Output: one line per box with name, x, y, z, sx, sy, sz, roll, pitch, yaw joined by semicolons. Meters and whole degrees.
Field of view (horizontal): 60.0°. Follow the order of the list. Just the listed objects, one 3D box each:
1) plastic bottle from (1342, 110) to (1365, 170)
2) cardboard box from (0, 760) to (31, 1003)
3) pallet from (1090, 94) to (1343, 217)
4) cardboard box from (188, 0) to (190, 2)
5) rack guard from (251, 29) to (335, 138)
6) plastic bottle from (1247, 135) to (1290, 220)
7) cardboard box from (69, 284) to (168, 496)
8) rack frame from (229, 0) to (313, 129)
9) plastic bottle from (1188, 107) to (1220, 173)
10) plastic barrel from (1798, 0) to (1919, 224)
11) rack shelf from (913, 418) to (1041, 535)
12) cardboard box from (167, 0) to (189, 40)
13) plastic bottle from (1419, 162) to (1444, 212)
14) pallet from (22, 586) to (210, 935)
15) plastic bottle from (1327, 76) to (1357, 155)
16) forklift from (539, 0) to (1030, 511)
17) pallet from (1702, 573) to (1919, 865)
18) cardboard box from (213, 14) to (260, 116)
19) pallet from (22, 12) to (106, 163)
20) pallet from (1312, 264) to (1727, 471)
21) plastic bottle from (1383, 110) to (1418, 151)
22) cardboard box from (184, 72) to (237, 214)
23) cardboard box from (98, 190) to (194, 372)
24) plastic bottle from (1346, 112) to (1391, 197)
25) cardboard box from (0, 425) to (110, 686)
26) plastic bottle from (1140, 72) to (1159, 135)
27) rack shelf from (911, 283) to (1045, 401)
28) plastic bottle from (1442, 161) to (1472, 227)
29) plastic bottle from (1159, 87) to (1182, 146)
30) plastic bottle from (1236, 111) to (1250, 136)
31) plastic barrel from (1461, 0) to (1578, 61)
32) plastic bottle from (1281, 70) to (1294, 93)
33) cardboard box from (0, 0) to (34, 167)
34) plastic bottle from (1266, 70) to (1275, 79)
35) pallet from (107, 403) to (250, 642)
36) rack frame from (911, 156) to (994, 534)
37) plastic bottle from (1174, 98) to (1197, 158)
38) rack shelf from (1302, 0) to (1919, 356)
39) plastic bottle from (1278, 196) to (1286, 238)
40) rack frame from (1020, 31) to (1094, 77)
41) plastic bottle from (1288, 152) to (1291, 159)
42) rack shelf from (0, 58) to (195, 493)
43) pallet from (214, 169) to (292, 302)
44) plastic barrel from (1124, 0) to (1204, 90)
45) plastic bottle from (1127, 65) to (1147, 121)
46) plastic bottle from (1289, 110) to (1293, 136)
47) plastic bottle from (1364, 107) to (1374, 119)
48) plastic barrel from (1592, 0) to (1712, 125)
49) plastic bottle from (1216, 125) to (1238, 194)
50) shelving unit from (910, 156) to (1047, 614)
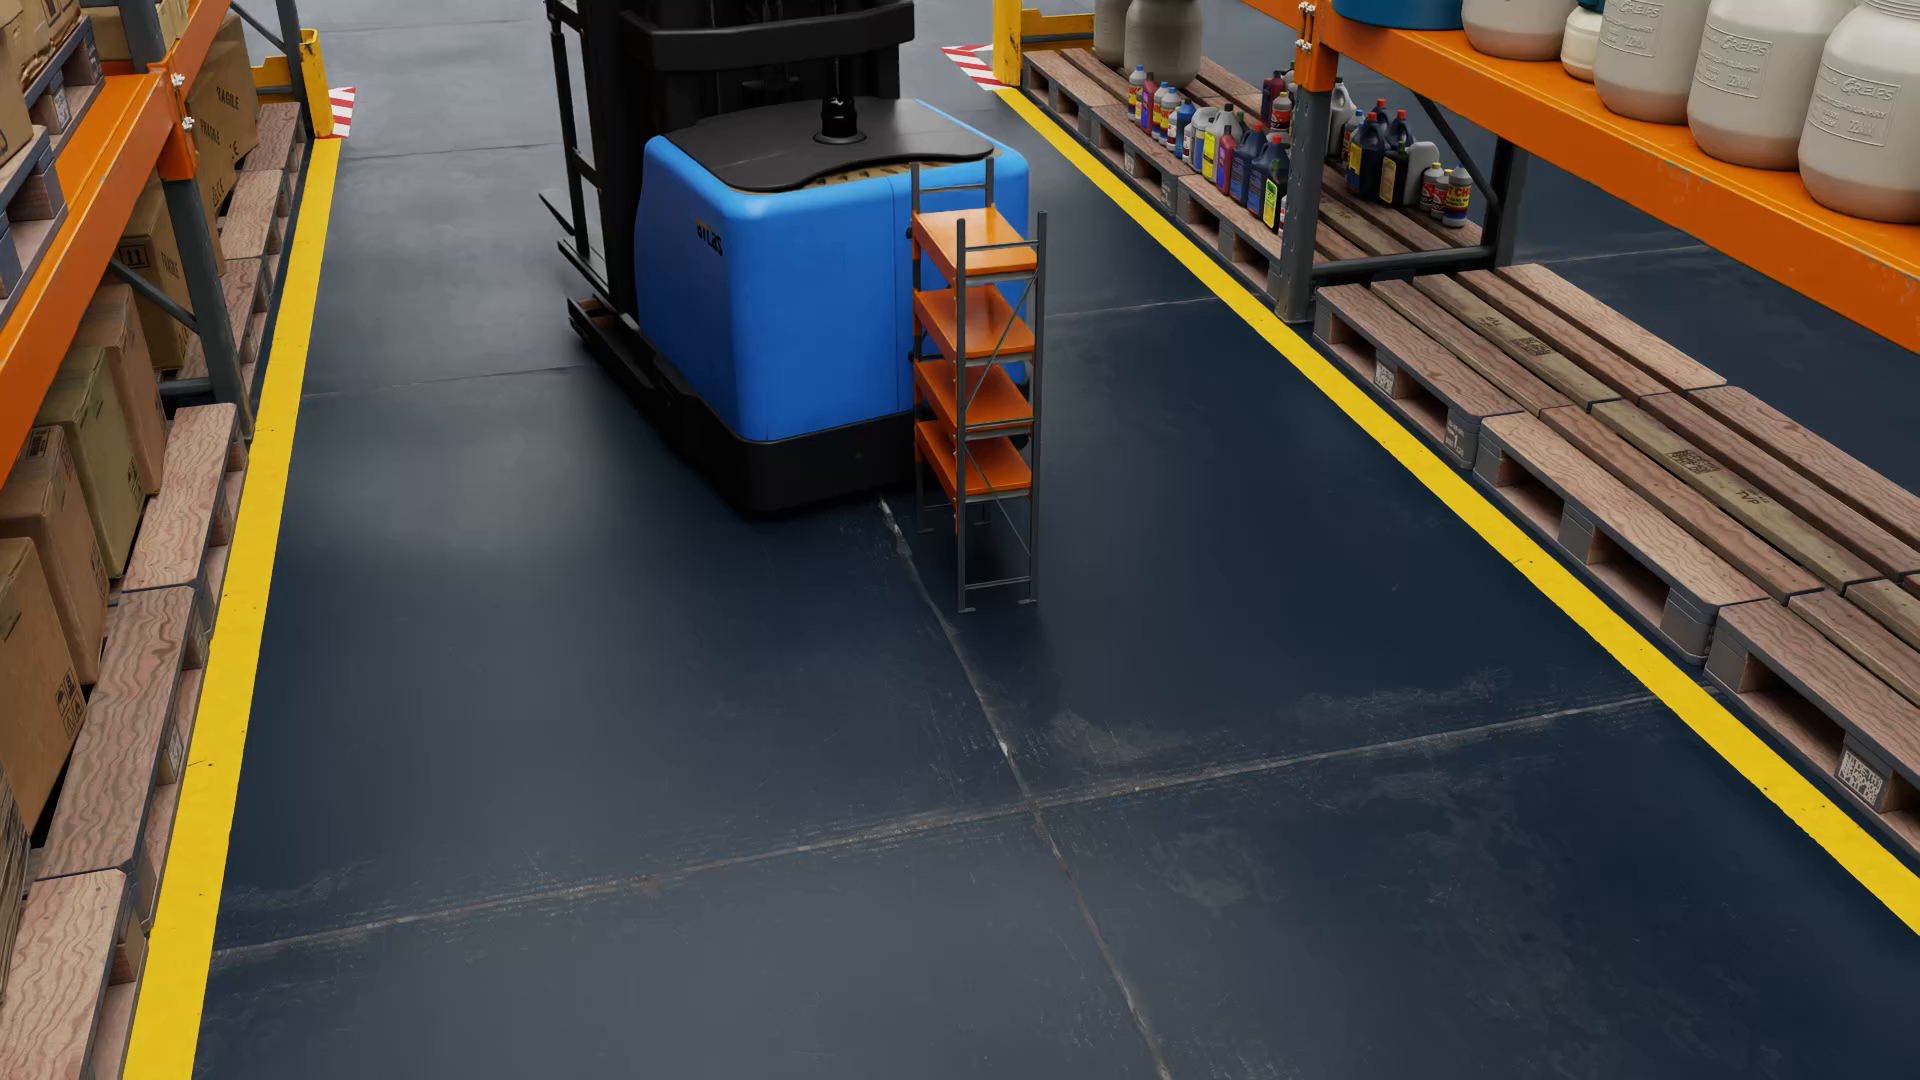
plastic bottle;1.852;-1.874;7.777;0.097;0.271;0.097;0;30;0
cardboard box;-2.279;0.633;3.218;0.700;0.500;0.500;-10;32;-17
pallet;1.326;-1.975;8.452;1.003;0.211;1.213;-8;31;-13
cardboard box;-2.973;-1.997;5.957;0.380;0.149;0.250;-8;31;-13
rack guard;-4.025;-2.417;8.926;1.175;0.500;0.348;-8;31;-13
plastic bottle;1.343;-1.579;7.188;0.144;0.351;0.185;-9;31;-15
cardboard box;-2.842;-0.412;5.024;0.700;0.500;0.500;-10;32;-17
rack frame;-4.046;-3.535;8.363;1.000;3.000;0.127;-8;31;-13
plastic bottle;1.167;-1.874;7.773;0.152;0.276;0.135;-7;31;-12
plastic barrel;2.262;-1.050;3.959;0.421;0.512;0.421;0;30;0
rack shelf;0.044;-0.209;4.944;0.258;0.148;0.480;-8;31;-13
cardboard box;-2.805;-1.761;5.549;0.380;0.149;0.250;-8;31;-13
plastic bottle;2.076;-1.552;7.291;0.097;0.201;0.097;0;30;0
pallet;-2.448;0.570;4.055;1.003;0.211;1.213;-8;31;-13
plastic bottle;1.814;-2.047;7.998;0.144;0.351;0.185;-8;31;-14
forklift;-0.901;-2.071;5.903;1.130;2.935;3.031;-15;33;-24
pallet;2.685;0.498;4.180;1.003;0.211;1.213;-8;31;-13
cardboard box;-3.896;-2.331;8.360;0.500;0.500;0.500;-2;30;-4
pallet;-2.921;-1.132;4.403;1.003;0.211;1.213;-8;31;-13
pallet;2.037;-0.681;6.216;1.003;0.211;1.213;-8;31;-13
plastic bottle;1.977;-1.751;7.486;0.144;0.351;0.185;-7;31;-12
cardboard box;-3.556;-1.742;7.342;0.500;0.500;0.500;-5;30;-9
cardboard box;-3.051;-0.902;5.890;0.500;0.500;0.500;-9;31;-15
plastic bottle;1.838;-1.732;7.453;0.144;0.351;0.185;-8;31;-13
cardboard box;-2.584;0.091;4.155;0.700;0.500;0.500;-11;32;-18
plastic bottle;0.953;-2.180;8.294;0.061;0.283;0.133;-7;31;-12
rack shelf;0.044;-0.575;4.733;0.258;0.148;0.480;-8;31;-13
plastic bottle;2.130;-1.484;7.103;0.097;0.271;0.097;0;30;0
plastic bottle;1.028;-2.072;8.121;0.097;0.271;0.097;0;30;0
plastic bottle;1.298;-1.824;7.680;0.061;0.283;0.133;-8;31;-13
plastic barrel;1.834;-1.829;5.281;0.433;0.535;0.433;0;30;0
plastic bottle;1.680;-2.251;8.425;0.152;0.276;0.135;-8;31;-13
cardboard box;-2.435;-1.005;3.469;0.797;0.503;0.637;-5;30;-8
plastic bottle;1.640;-2.344;8.660;0.097;0.201;0.097;0;30;0
pallet;-2.776;-0.021;5.075;1.003;0.211;1.213;-8;31;-13
rack frame;-0.021;-0.557;5.015;0.240;1.200;0.015;-8;31;-13
plastic bottle;1.082;-1.975;7.951;0.097;0.271;0.097;0;30;0
rack shelf;2.322;-0.985;4.675;1.077;0.370;4.000;-8;31;-13
plastic bottle;1.395;-1.375;6.985;0.097;0.201;0.097;0;30;0
rack frame;0.730;-4.194;9.501;1.000;3.000;0.127;-8;31;-13
plastic bottle;1.482;-1.598;7.221;0.144;0.351;0.185;-8;31;-13
rack shelf;-2.453;-0.326;3.537;1.077;0.370;4.000;-8;31;-13
pallet;-3.524;-1.306;7.296;1.003;0.211;1.213;-8;31;-13
plastic barrel;1.111;-2.749;9.069;0.421;0.512;0.421;0;30;0
plastic bottle;0.911;-2.286;8.490;0.097;0.271;0.097;0;30;0
plastic bottle;1.660;-2.035;8.126;0.097;0.201;0.097;0;30;0
plastic bottle;1.924;-1.898;7.807;0.061;0.283;0.133;-6;31;-11
plastic barrel;2.029;-1.475;4.669;0.433;0.535;0.433;0;30;0
plastic bottle;1.208;-1.715;7.491;0.061;0.283;0.133;-6;31;-10
shelving unit;0.044;-0.439;4.811;0.258;1.200;0.503;-8;31;-13
